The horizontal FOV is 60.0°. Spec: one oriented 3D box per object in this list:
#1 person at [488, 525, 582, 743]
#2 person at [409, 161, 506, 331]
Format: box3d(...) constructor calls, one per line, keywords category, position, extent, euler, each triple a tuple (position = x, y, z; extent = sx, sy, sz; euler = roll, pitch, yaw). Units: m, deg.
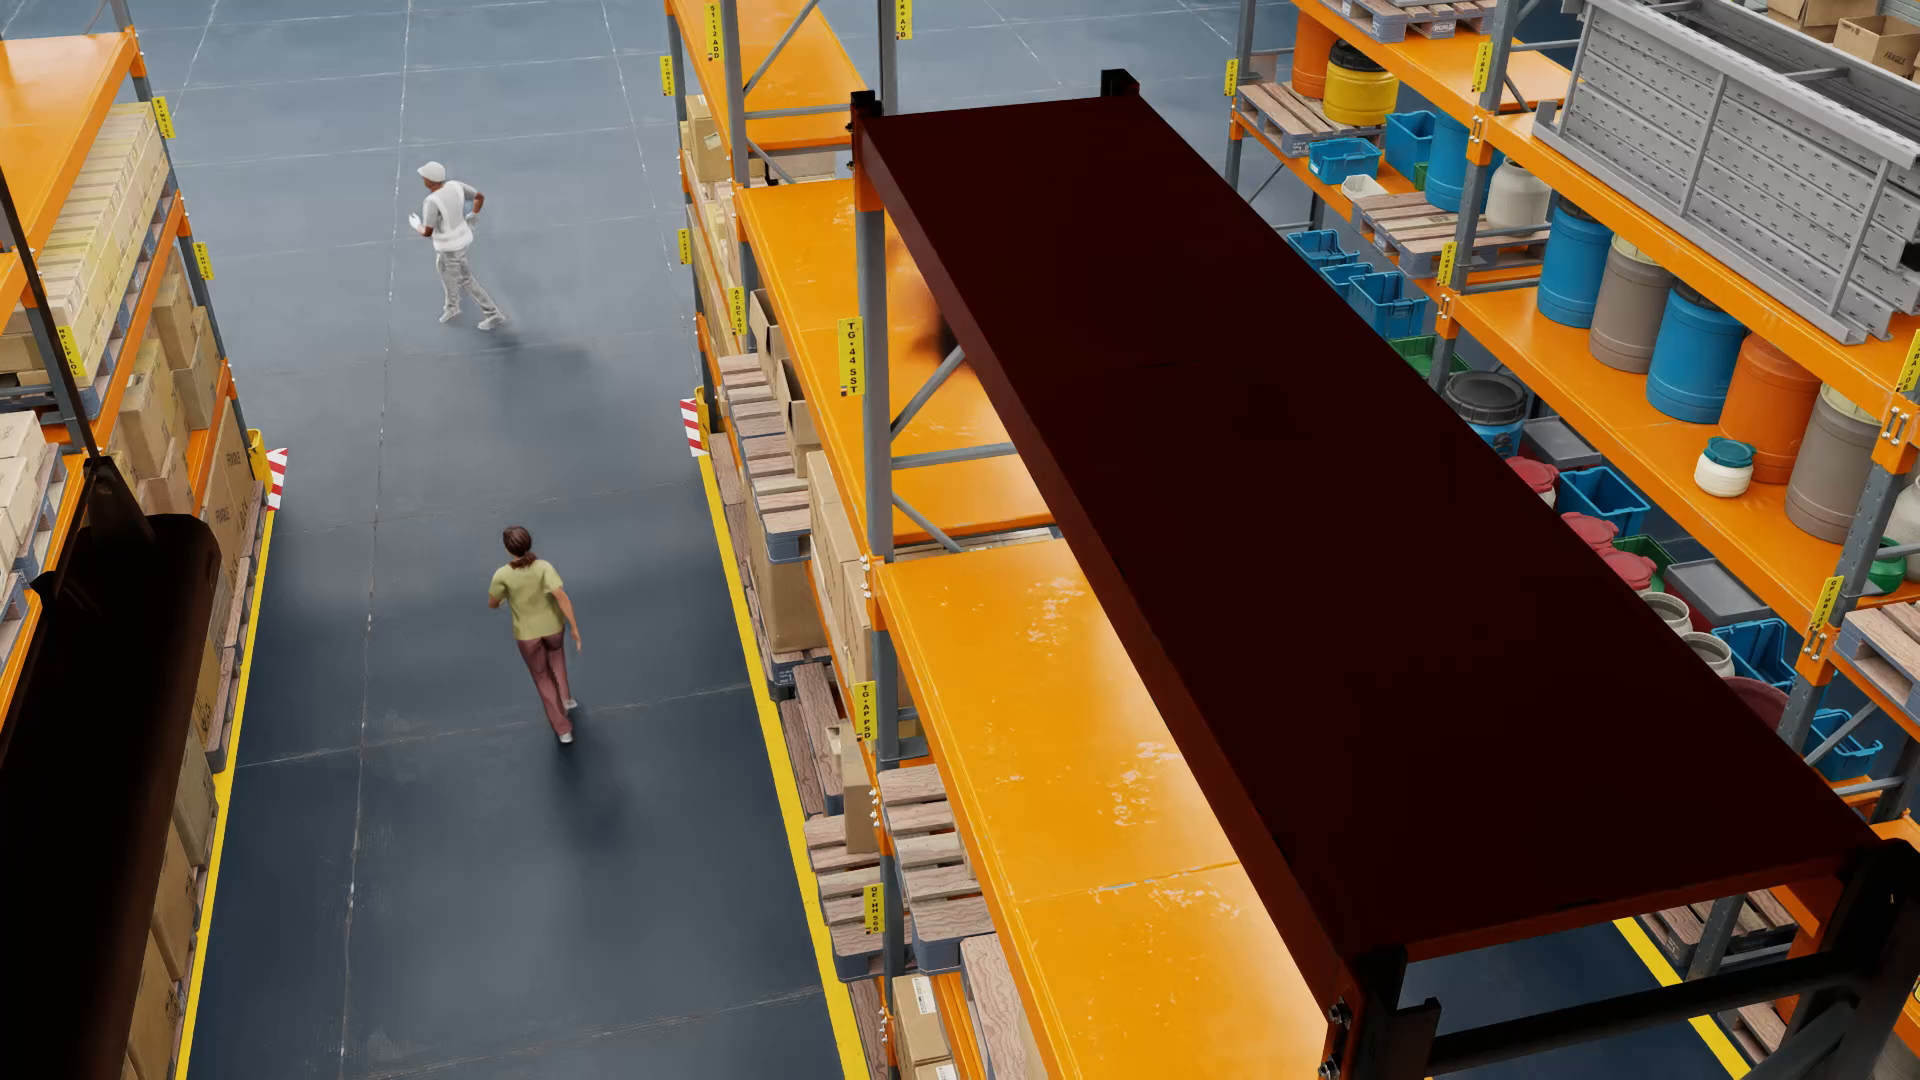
box3d(category="person", position=(-3.004, 0.622, 11.726), extent=(0.535, 1.614, 0.763), euler=(-14, 37, -19))
box3d(category="person", position=(-5.079, -2.961, 16.844), extent=(0.899, 1.827, 0.726), euler=(9, 35, 13))
